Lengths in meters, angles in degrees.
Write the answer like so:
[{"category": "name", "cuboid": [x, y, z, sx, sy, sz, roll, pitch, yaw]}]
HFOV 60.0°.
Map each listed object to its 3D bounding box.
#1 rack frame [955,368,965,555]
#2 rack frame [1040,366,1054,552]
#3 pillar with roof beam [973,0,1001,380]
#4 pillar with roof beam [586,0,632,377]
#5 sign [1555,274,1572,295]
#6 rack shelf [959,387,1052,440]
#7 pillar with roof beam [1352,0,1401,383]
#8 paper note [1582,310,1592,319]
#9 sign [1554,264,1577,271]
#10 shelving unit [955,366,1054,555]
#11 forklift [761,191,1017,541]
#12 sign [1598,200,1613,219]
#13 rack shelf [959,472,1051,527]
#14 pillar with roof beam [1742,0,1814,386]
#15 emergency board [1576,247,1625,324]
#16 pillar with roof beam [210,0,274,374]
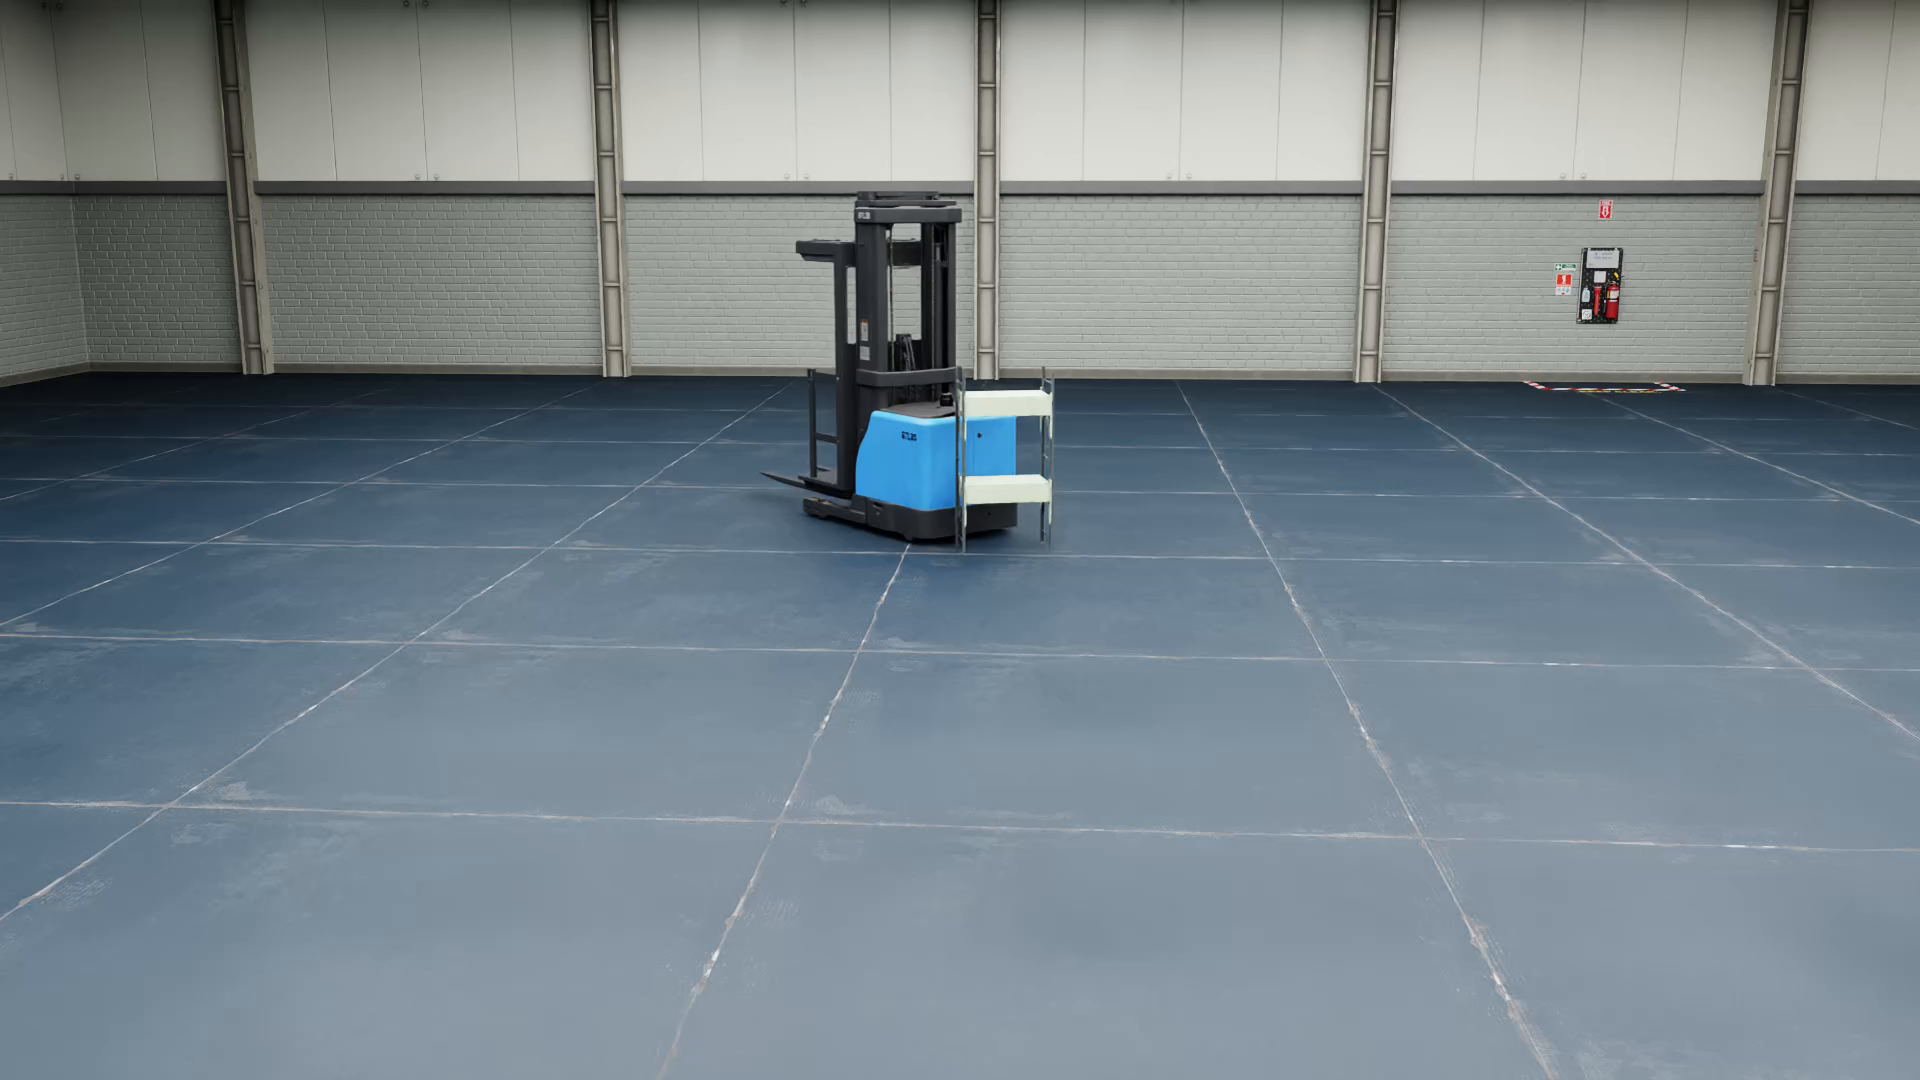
[{"category": "rack frame", "cuboid": [0.002, -0.652, 13.722, 0.023, 1.500, 0.400, -2, 12, -9]}, {"category": "rack frame", "cuboid": [0.725, -0.675, 13.832, 0.023, 1.500, 0.400, -2, 12, -9]}, {"category": "pillar with roof beam", "cuboid": [0.136, -6.108, 21.490, 0.400, 9.000, 9.100, 1, 12, 4]}, {"category": "pillar with roof beam", "cuboid": [-5.851, -6.190, 21.882, 0.400, 9.000, 9.100, 1, 12, 4]}, {"category": "sign", "cuboid": [9.388, -3.975, 25.856, 0.234, 0.329, 0.001, 1, 12, 4]}, {"category": "rack shelf", "cuboid": [0.364, -1.046, 13.697, 0.720, 0.370, 0.431, -2, 12, -9]}, {"category": "pillar with roof beam", "cuboid": [6.122, -6.026, 21.097, 0.400, 9.000, 9.100, 1, 12, 4]}, {"category": "paper note", "cuboid": [9.761, -3.514, 25.892, 0.142, 0.148, 0.016, 1, 12, 4]}, {"category": "sign", "cuboid": [9.392, -4.232, 25.792, 0.331, 0.109, 0.001, 1, 12, 4]}, {"category": "shelving unit", "cuboid": [0.364, -0.664, 13.777, 0.755, 1.500, 0.431, -2, 12, -9]}, {"category": "forklift", "cuboid": [-0.787, -1.675, 15.119, 1.130, 2.935, 3.031, -9, 15, -36]}, {"category": "sign", "cuboid": [9.932, -5.084, 25.583, 0.199, 0.298, 0.001, 1, 12, 4]}, {"category": "rack shelf", "cuboid": [0.364, -0.344, 13.844, 0.720, 0.370, 0.431, -2, 12, -9]}, {"category": "pillar with roof beam", "cuboid": [12.109, -5.944, 20.705, 0.400, 9.000, 9.100, 1, 12, 4]}, {"category": "emergency board", "cuboid": [9.933, -3.928, 25.722, 0.643, 1.169, 0.194, 1, 12, 4]}, {"category": "pillar with roof beam", "cuboid": [-11.838, -6.272, 22.275, 0.400, 9.000, 9.100, 1, 12, 4]}]
